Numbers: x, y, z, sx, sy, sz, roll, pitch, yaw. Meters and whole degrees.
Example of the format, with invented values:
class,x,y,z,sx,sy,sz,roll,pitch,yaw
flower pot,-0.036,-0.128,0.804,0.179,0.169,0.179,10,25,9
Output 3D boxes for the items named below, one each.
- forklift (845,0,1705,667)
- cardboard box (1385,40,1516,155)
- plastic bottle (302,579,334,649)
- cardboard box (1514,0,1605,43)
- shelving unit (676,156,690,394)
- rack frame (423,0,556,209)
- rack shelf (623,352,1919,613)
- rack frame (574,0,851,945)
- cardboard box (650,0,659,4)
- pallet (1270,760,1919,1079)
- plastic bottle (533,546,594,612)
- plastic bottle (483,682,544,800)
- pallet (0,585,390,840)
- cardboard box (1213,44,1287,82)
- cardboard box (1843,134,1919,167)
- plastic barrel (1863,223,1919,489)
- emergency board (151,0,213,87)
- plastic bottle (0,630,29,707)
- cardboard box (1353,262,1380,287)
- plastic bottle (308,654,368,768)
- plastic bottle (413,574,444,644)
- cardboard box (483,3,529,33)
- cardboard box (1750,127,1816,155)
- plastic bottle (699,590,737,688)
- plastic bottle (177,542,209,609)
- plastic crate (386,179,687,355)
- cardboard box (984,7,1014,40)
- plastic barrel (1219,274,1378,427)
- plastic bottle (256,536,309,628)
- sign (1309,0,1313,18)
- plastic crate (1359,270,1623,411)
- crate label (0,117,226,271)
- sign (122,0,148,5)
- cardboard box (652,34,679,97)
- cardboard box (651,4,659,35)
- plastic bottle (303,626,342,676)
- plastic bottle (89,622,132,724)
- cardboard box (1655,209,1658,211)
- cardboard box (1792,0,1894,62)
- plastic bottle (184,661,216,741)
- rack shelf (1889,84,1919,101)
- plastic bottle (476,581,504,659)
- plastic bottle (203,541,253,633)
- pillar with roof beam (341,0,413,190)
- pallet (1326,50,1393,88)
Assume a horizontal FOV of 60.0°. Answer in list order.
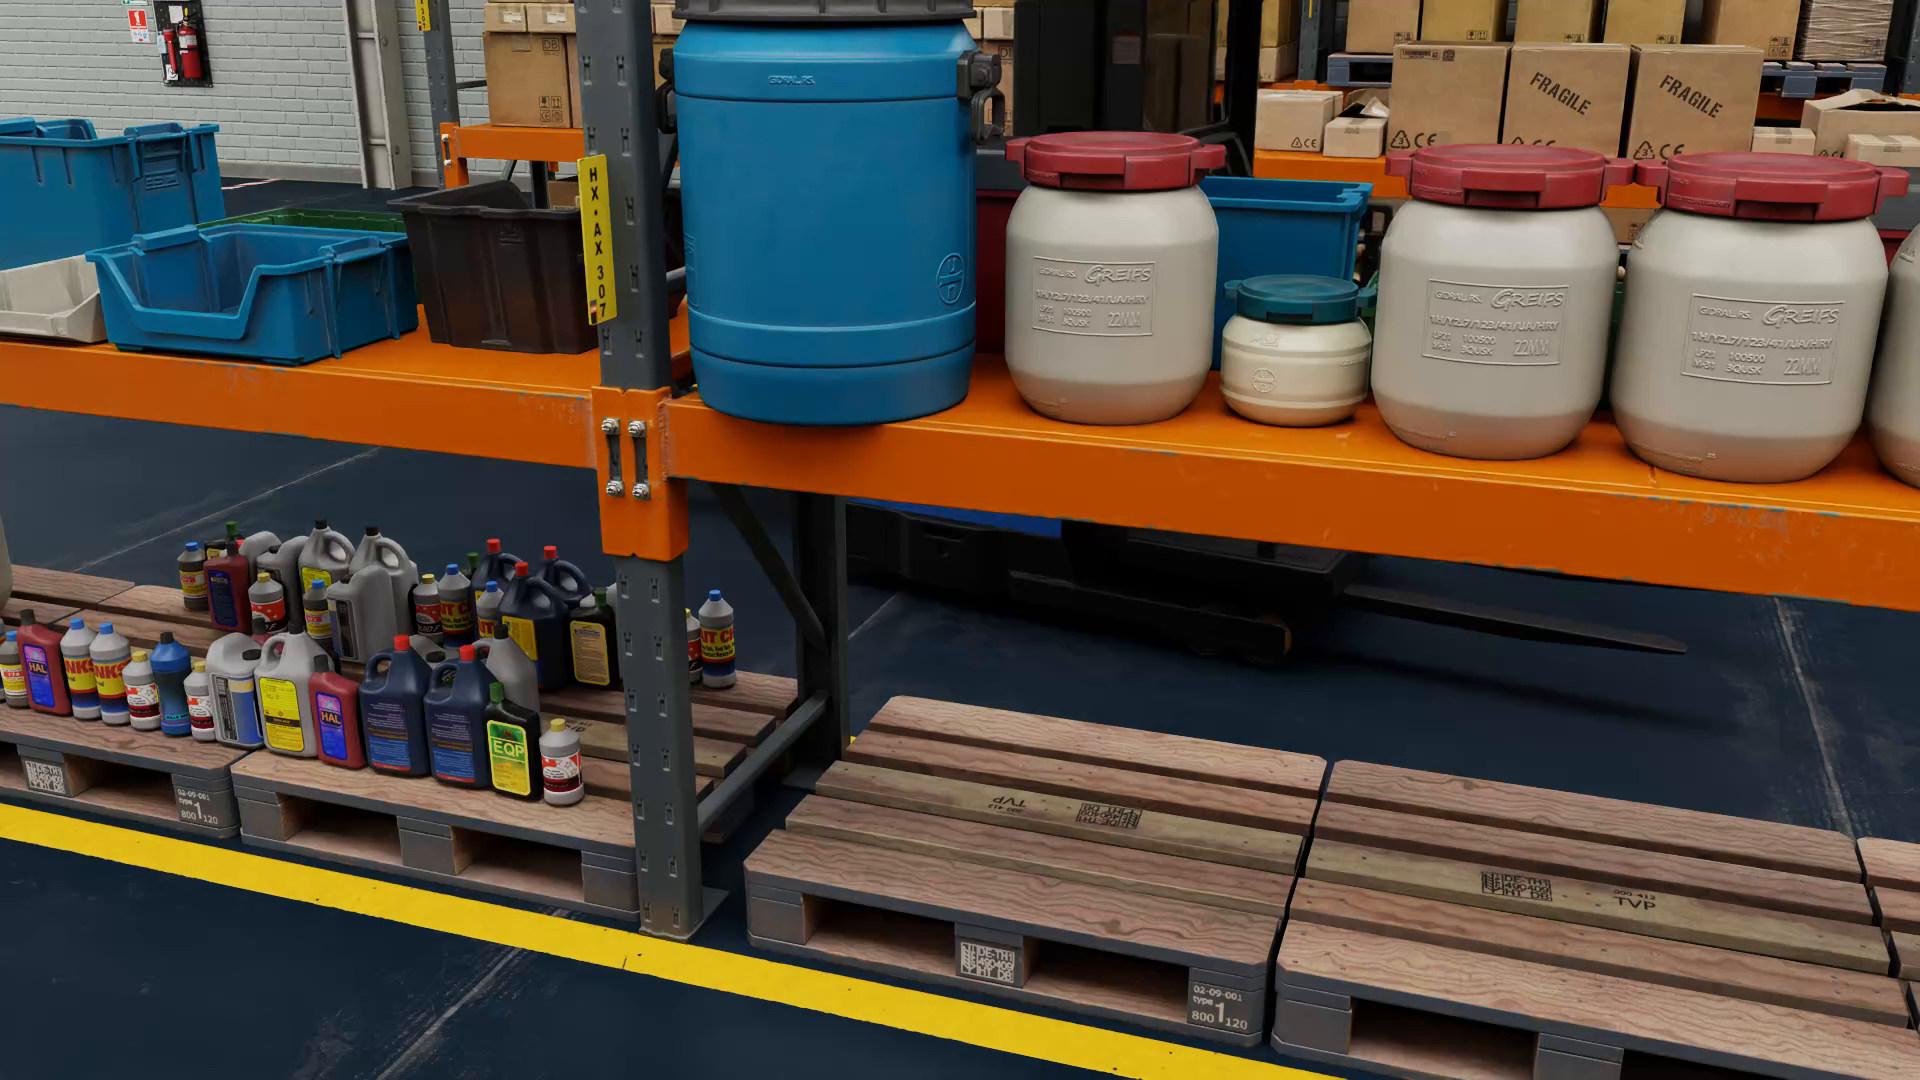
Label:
class,x,y,z,sx,sy,sz,roll,pitch,yaw
forklift,0.984,-1.173,5.488,3.031,2.935,1.130,10,22,27
cardboard box,2.316,-2.078,7.828,0.500,0.500,0.500,8,21,22
plastic bottle,-1.911,0.217,4.978,0.097,0.201,0.097,0,19,0
cardboard box,4.348,-3.782,12.047,0.500,0.500,0.700,10,21,26
shelving unit,-0.732,-0.864,6.776,1.048,1.500,0.538,10,22,27
rack frame,-2.680,-2.608,9.500,0.127,3.000,1.000,7,20,18
rack shelf,1.359,-0.080,3.342,4.000,0.370,1.077,7,20,18
rack frame,-0.530,-0.636,3.843,0.127,3.000,1.000,7,20,18
cardboard box,-1.695,-3.152,8.939,0.500,0.500,0.700,6,20,17
pallet,1.380,0.885,3.717,1.213,0.211,1.003,7,20,18
plastic bottle,-1.157,0.191,4.827,0.185,0.351,0.144,7,20,20
plastic bottle,-1.093,0.490,4.073,0.133,0.283,0.061,8,21,21
pallet,-2.307,0.464,4.924,1.213,0.211,1.003,7,20,18
cardboard box,2.174,-3.612,12.578,0.500,0.250,0.500,7,20,18
cardboard box,3.937,-1.636,7.094,0.250,0.149,0.380,7,20,18
plastic barrel,1.808,-0.347,2.844,0.421,0.512,0.421,0,19,0
emergency board,-8.102,-5.268,17.133,0.643,1.169,0.194,7,20,18
plastic bottle,-2.601,0.350,4.599,0.097,0.201,0.097,0,19,0
cardboard box,1.878,-1.162,8.041,0.500,0.311,0.500,6,20,17
plastic bottle,-1.582,0.434,4.233,0.133,0.283,0.061,8,21,22
plastic bottle,-1.595,0.203,5.019,0.097,0.201,0.097,0,19,0
cardboard box,-2.380,-2.852,9.063,0.250,0.149,0.380,6,20,18
cardboard box,3.654,-1.745,7.407,0.250,0.149,0.380,8,21,22
plastic bottle,-0.688,0.274,4.710,0.097,0.271,0.097,0,19,0
plastic bottle,-2.430,0.108,5.293,0.097,0.201,0.097,0,19,0
plastic crate,-0.983,-0.703,4.129,0.504,0.338,0.767,7,20,18
cardboard box,0.290,-2.547,8.188,0.250,0.149,0.380,6,20,16
plastic barrel,0.669,-0.380,3.319,0.301,0.262,0.301,0,19,0
plastic bottle,-2.070,0.123,5.135,0.135,0.276,0.152,6,20,17
sign,2.550,-3.955,12.051,0.005,0.325,0.100,7,20,18
plastic crate,1.207,-0.435,3.590,0.662,0.188,0.450,7,20,18
crate label,-2.482,-0.970,4.748,0.616,0.435,0.502,7,20,18
sign,-8.589,-5.624,17.294,0.331,0.109,0.001,7,20,18
cardboard box,-1.278,-2.490,9.010,0.500,0.500,0.700,7,20,18
cardboard box,-1.657,-2.769,8.825,0.250,0.149,0.380,6,20,17
plastic bottle,-1.710,0.369,4.419,0.133,0.283,0.061,7,20,18
plastic bottle,-2.280,0.353,4.482,0.097,0.271,0.097,0,19,0
cardboard box,5.354,-2.465,12.220,0.500,0.500,0.700,6,20,18
cardboard box,6.052,-3.587,11.488,0.500,0.500,0.700,4,20,12
plastic bottle,-1.993,0.419,4.399,0.097,0.201,0.097,0,19,0
rack shelf,8.388,-2.728,10.939,4.000,0.370,1.077,7,20,18
plastic bottle,-1.333,0.250,4.777,0.097,0.271,0.097,0,19,0
plastic bottle,-2.236,0.138,5.082,0.133,0.283,0.061,7,20,18
pillar with roof beam,-7.193,-6.484,11.506,0.400,9.000,9.100,7,20,18
pallet,3.395,-3.498,12.345,1.213,0.211,1.003,7,20,18
